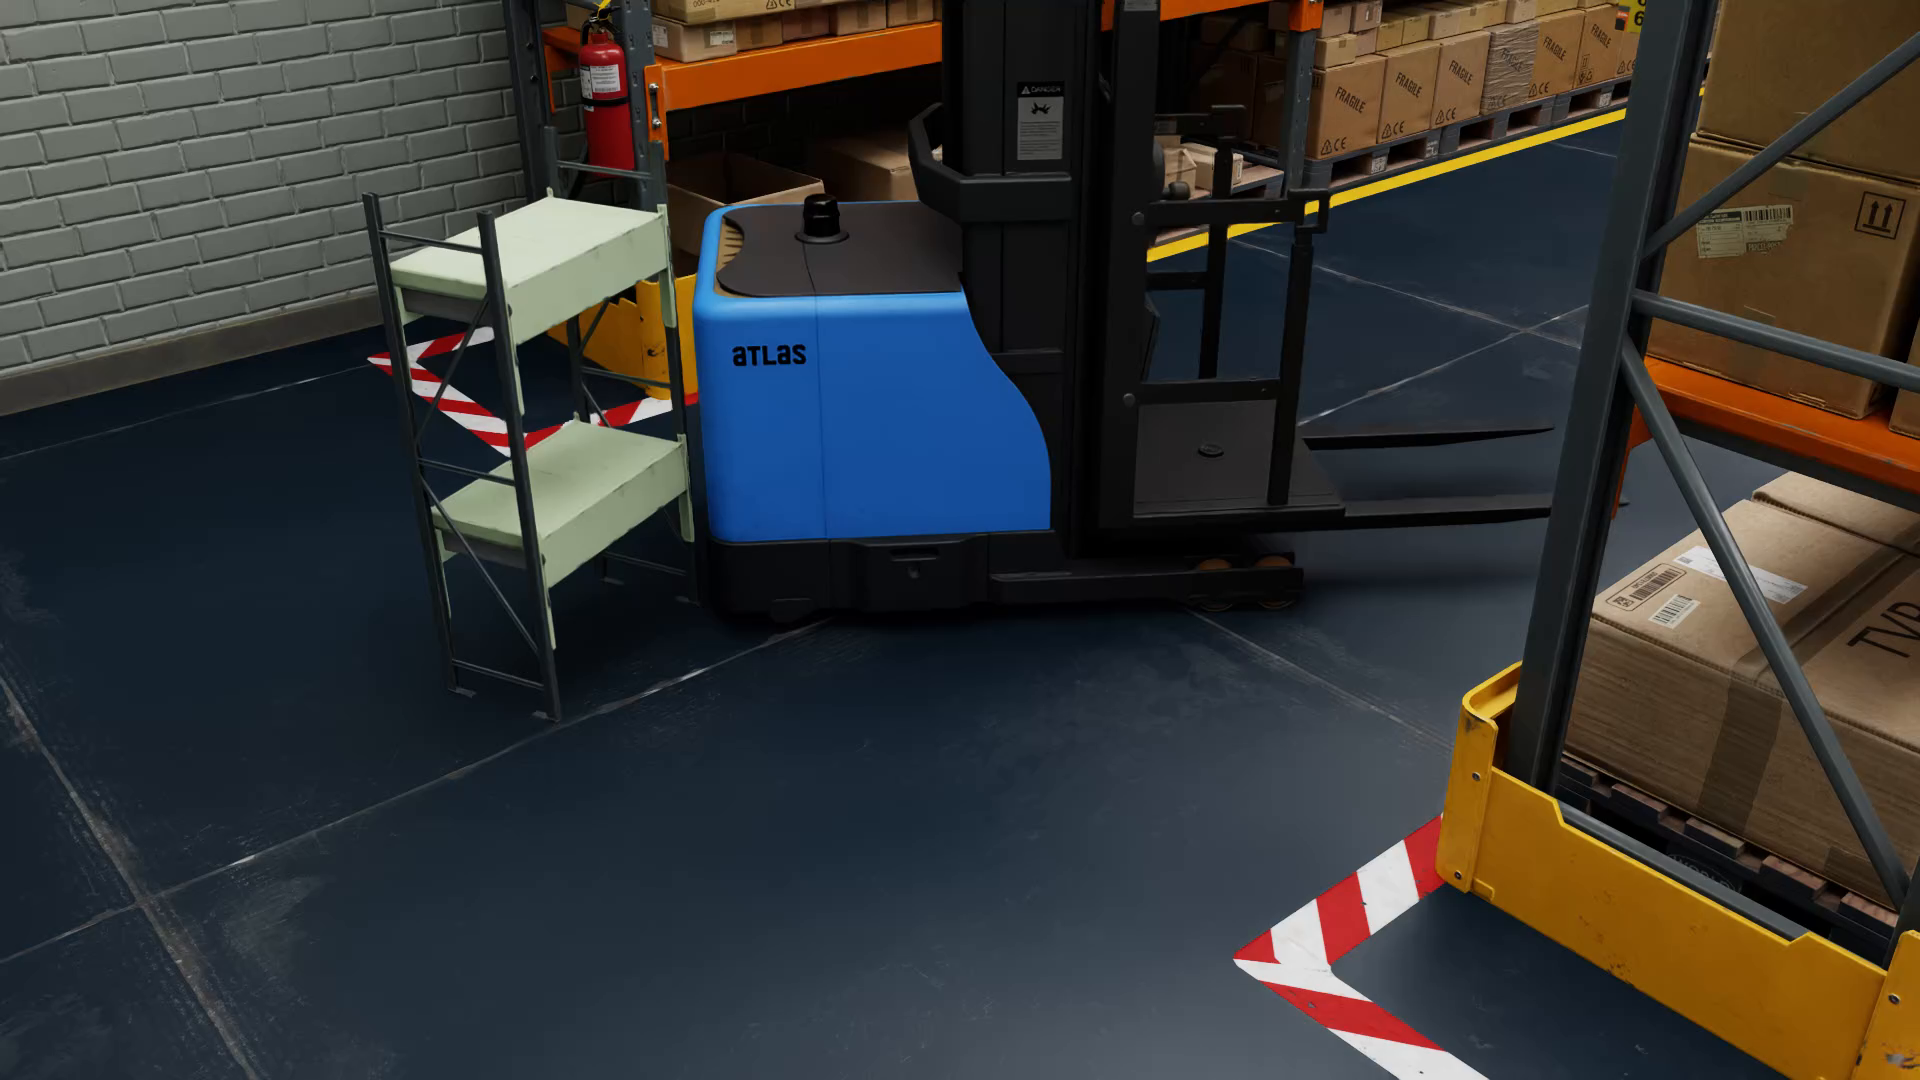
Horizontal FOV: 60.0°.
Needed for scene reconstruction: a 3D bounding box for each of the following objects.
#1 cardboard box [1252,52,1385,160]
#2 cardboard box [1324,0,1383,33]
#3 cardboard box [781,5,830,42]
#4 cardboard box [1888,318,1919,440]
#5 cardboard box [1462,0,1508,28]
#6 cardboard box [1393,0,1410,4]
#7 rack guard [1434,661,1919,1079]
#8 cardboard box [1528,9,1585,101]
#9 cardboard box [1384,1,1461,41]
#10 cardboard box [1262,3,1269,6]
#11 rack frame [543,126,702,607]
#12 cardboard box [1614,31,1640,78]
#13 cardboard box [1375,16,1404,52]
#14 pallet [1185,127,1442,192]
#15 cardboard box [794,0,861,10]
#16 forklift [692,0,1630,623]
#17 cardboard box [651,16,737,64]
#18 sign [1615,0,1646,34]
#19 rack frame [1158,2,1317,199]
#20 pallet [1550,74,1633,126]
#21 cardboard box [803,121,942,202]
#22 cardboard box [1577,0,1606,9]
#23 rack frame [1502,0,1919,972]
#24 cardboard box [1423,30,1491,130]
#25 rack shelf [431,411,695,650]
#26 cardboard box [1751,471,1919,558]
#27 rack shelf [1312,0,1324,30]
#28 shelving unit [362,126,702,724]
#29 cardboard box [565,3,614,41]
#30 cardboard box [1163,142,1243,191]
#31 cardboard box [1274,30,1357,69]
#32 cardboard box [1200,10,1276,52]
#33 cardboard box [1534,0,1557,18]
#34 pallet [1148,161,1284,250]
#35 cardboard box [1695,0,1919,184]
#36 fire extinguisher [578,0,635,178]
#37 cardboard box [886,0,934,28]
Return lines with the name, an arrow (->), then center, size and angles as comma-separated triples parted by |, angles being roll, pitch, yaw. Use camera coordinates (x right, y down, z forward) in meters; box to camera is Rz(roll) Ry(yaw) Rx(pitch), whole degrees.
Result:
cardboard box -> 2.032, -2.496, 9.445 | 0.500, 0.500, 0.500 | -20, 34, -33
cardboard box -> 2.130, -2.957, 9.304 | 0.250, 0.149, 0.380 | -24, 36, -37
cardboard box -> -0.756, -2.201, 6.953 | 0.250, 0.149, 0.380 | -22, 35, -36
cardboard box -> 2.251, -0.432, 3.269 | 0.500, 0.500, 0.500 | -22, 35, -35
cardboard box -> 3.102, -3.244, 10.156 | 0.250, 0.149, 0.380 | -22, 35, -35
cardboard box -> 2.567, -3.342, 10.340 | 0.250, 0.149, 0.380 | -21, 35, -34
rack guard -> 1.681, 0.766, 3.786 | 0.348, 0.500, 1.175 | -22, 35, -35
cardboard box -> 3.594, -3.136, 10.642 | 0.500, 0.500, 0.500 | -20, 34, -33
cardboard box -> 2.726, -3.076, 9.842 | 0.250, 0.149, 0.380 | -22, 35, -35
cardboard box -> 1.987, -3.091, 9.869 | 0.250, 0.149, 0.380 | -21, 35, -34
rack frame -> -1.018, -0.492, 5.079 | 0.400, 1.500, 0.023 | 13, 31, 22
cardboard box -> 4.378, -3.446, 11.222 | 0.500, 0.500, 0.500 | -21, 34, -34
cardboard box -> 2.311, -2.924, 9.558 | 0.250, 0.149, 0.380 | -24, 36, -37
pallet -> 2.112, -2.379, 9.977 | 1.213, 0.211, 1.003 | -22, 35, -35
cardboard box -> -0.622, -2.384, 6.872 | 0.500, 0.250, 0.500 | -21, 35, -34
forklift -> 0.683, -1.310, 5.091 | 3.031, 2.935, 1.130 | -2, 28, -5
cardboard box -> -1.097, -2.014, 6.602 | 0.250, 0.149, 0.380 | -22, 35, -35
sign -> 1.357, -1.158, 3.254 | 0.005, 0.325, 0.100 | -22, 35, -35
rack frame -> 1.518, -3.346, 8.829 | 0.127, 3.000, 1.000 | -22, 35, -35
pallet -> 3.968, -3.125, 11.374 | 1.213, 0.211, 1.003 | -22, 35, -35
cardboard box -> -0.323, -1.606, 7.779 | 0.500, 0.500, 0.700 | -20, 34, -33
cardboard box -> 3.933, -3.537, 10.705 | 0.250, 0.149, 0.380 | -23, 36, -36
rack frame -> 1.699, -0.344, 3.211 | 0.127, 3.000, 1.000 | -22, 35, -35
cardboard box -> 2.813, -2.814, 10.039 | 0.500, 0.500, 0.500 | -23, 36, -36
rack shelf -> -1.173, -0.048, 4.940 | 0.431, 0.370, 0.720 | 13, 31, 22
cardboard box -> 2.827, 0.080, 4.690 | 0.875, 0.438, 0.875 | -21, 34, -34
rack shelf -> 3.039, -3.641, 10.143 | 4.000, 0.370, 1.077 | -22, 35, -35
shelving unit -> -1.173, -0.336, 4.787 | 0.431, 1.500, 0.755 | 13, 31, 22
cardboard box -> -1.448, -2.209, 6.968 | 0.250, 0.149, 0.380 | -22, 35, -35
cardboard box -> 1.284, -1.998, 8.886 | 0.250, 0.149, 0.380 | -23, 36, -36
cardboard box -> 1.963, -2.729, 9.193 | 0.250, 0.149, 0.380 | -20, 34, -33
cardboard box -> 1.610, -2.931, 9.570 | 0.250, 0.149, 0.380 | -24, 36, -37
cardboard box -> 3.513, -3.396, 10.441 | 0.250, 0.149, 0.380 | -23, 35, -36
pallet -> 0.994, -1.906, 9.094 | 1.213, 0.211, 1.003 | -22, 35, -35
cardboard box -> 1.911, -1.062, 3.387 | 0.500, 0.500, 0.500 | -21, 34, -33
fire extinguisher -> -1.337, -1.713, 6.251 | 0.183, 0.674, 0.296 | -22, 35, -35
cardboard box -> -0.326, -2.340, 7.212 | 0.250, 0.149, 0.380 | -21, 35, -34
